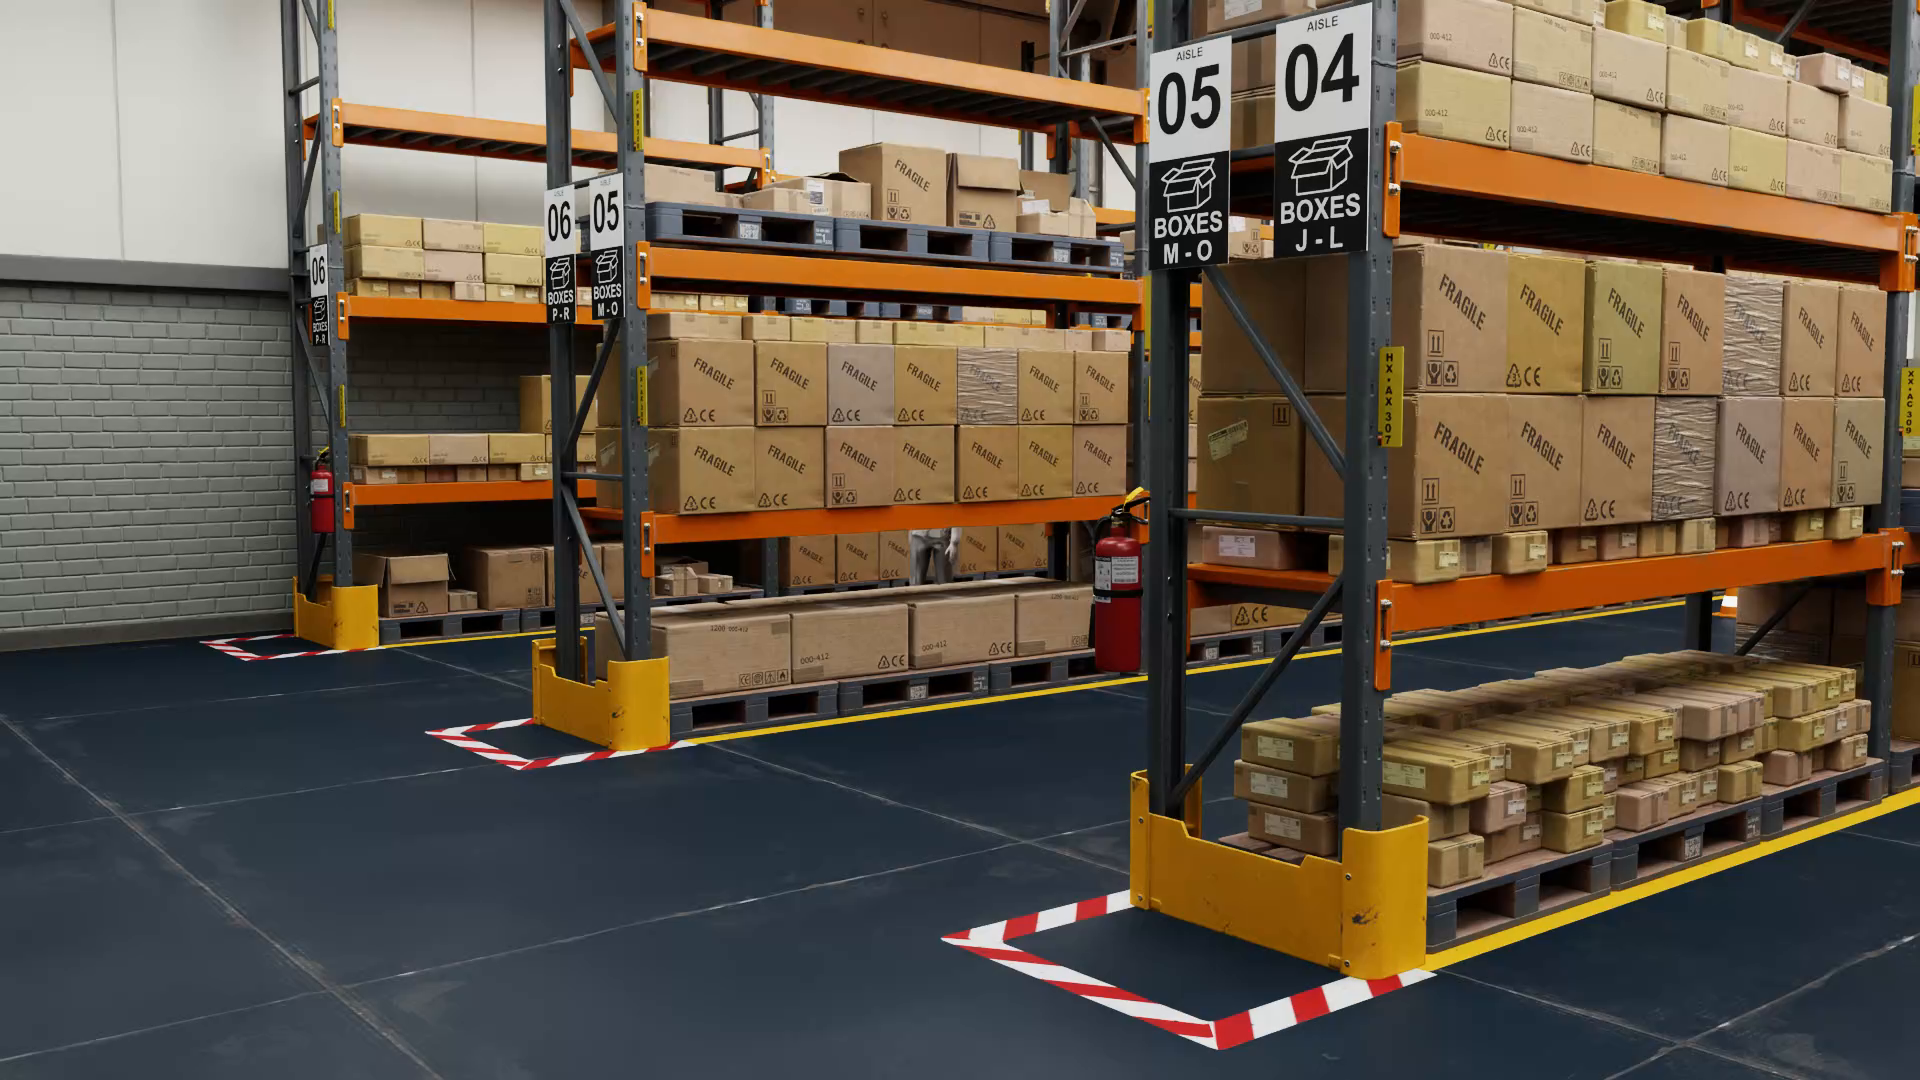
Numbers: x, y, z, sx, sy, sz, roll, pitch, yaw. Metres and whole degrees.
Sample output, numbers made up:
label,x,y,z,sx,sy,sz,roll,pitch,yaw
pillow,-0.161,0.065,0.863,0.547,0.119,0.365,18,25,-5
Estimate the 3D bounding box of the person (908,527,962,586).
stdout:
label,x,y,z,sx,sy,sz,roll,pitch,yaw
person,-0.209,0.010,13.421,0.495,1.664,0.715,1,5,15
